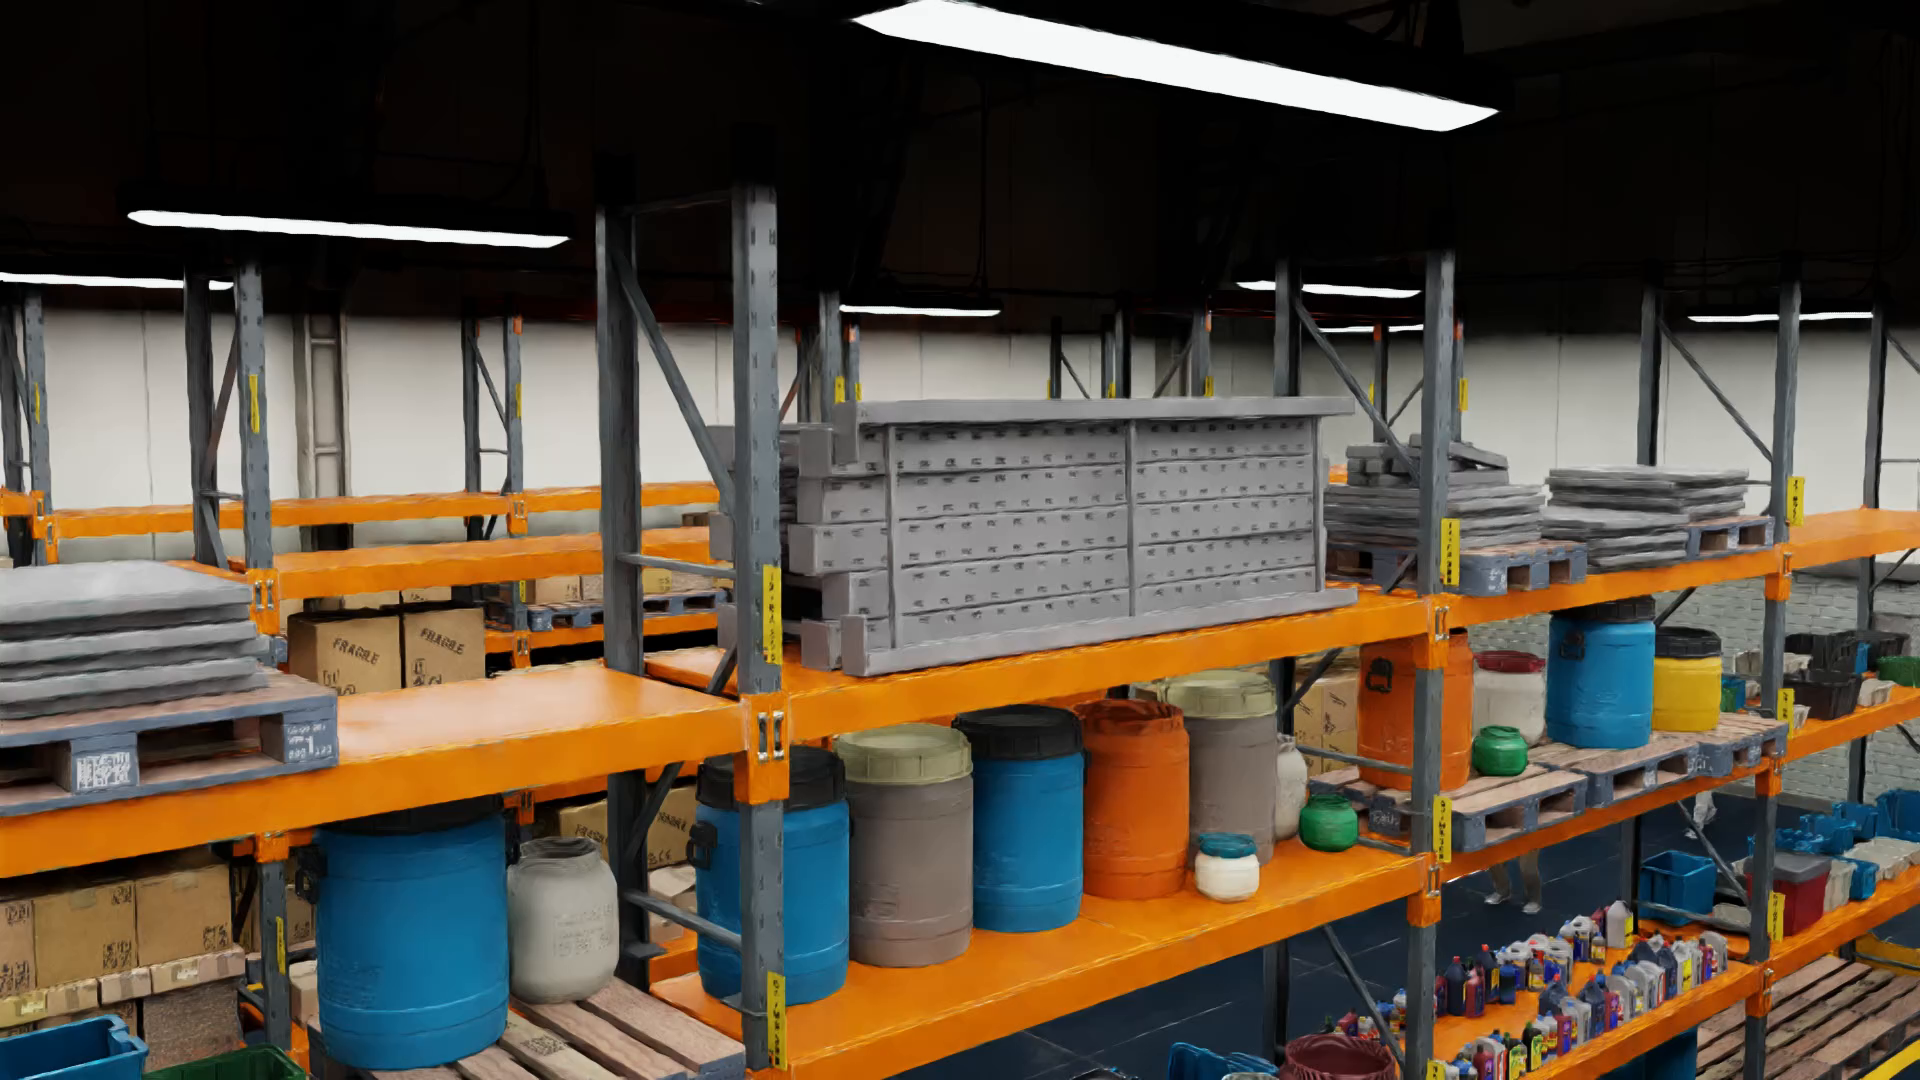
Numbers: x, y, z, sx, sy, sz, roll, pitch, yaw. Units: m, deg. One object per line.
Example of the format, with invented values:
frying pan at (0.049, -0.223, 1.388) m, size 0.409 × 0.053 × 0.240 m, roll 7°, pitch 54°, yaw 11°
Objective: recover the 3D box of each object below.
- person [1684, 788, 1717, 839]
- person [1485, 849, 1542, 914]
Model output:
person at (8.477, 2.563, 19.055) m, size 1.090 × 1.583 × 0.497 m, roll -4°, pitch 7°, yaw -39°
person at (5.437, 2.801, 16.251) m, size 0.535 × 1.676 × 0.682 m, roll -5°, pitch 7°, yaw -43°
